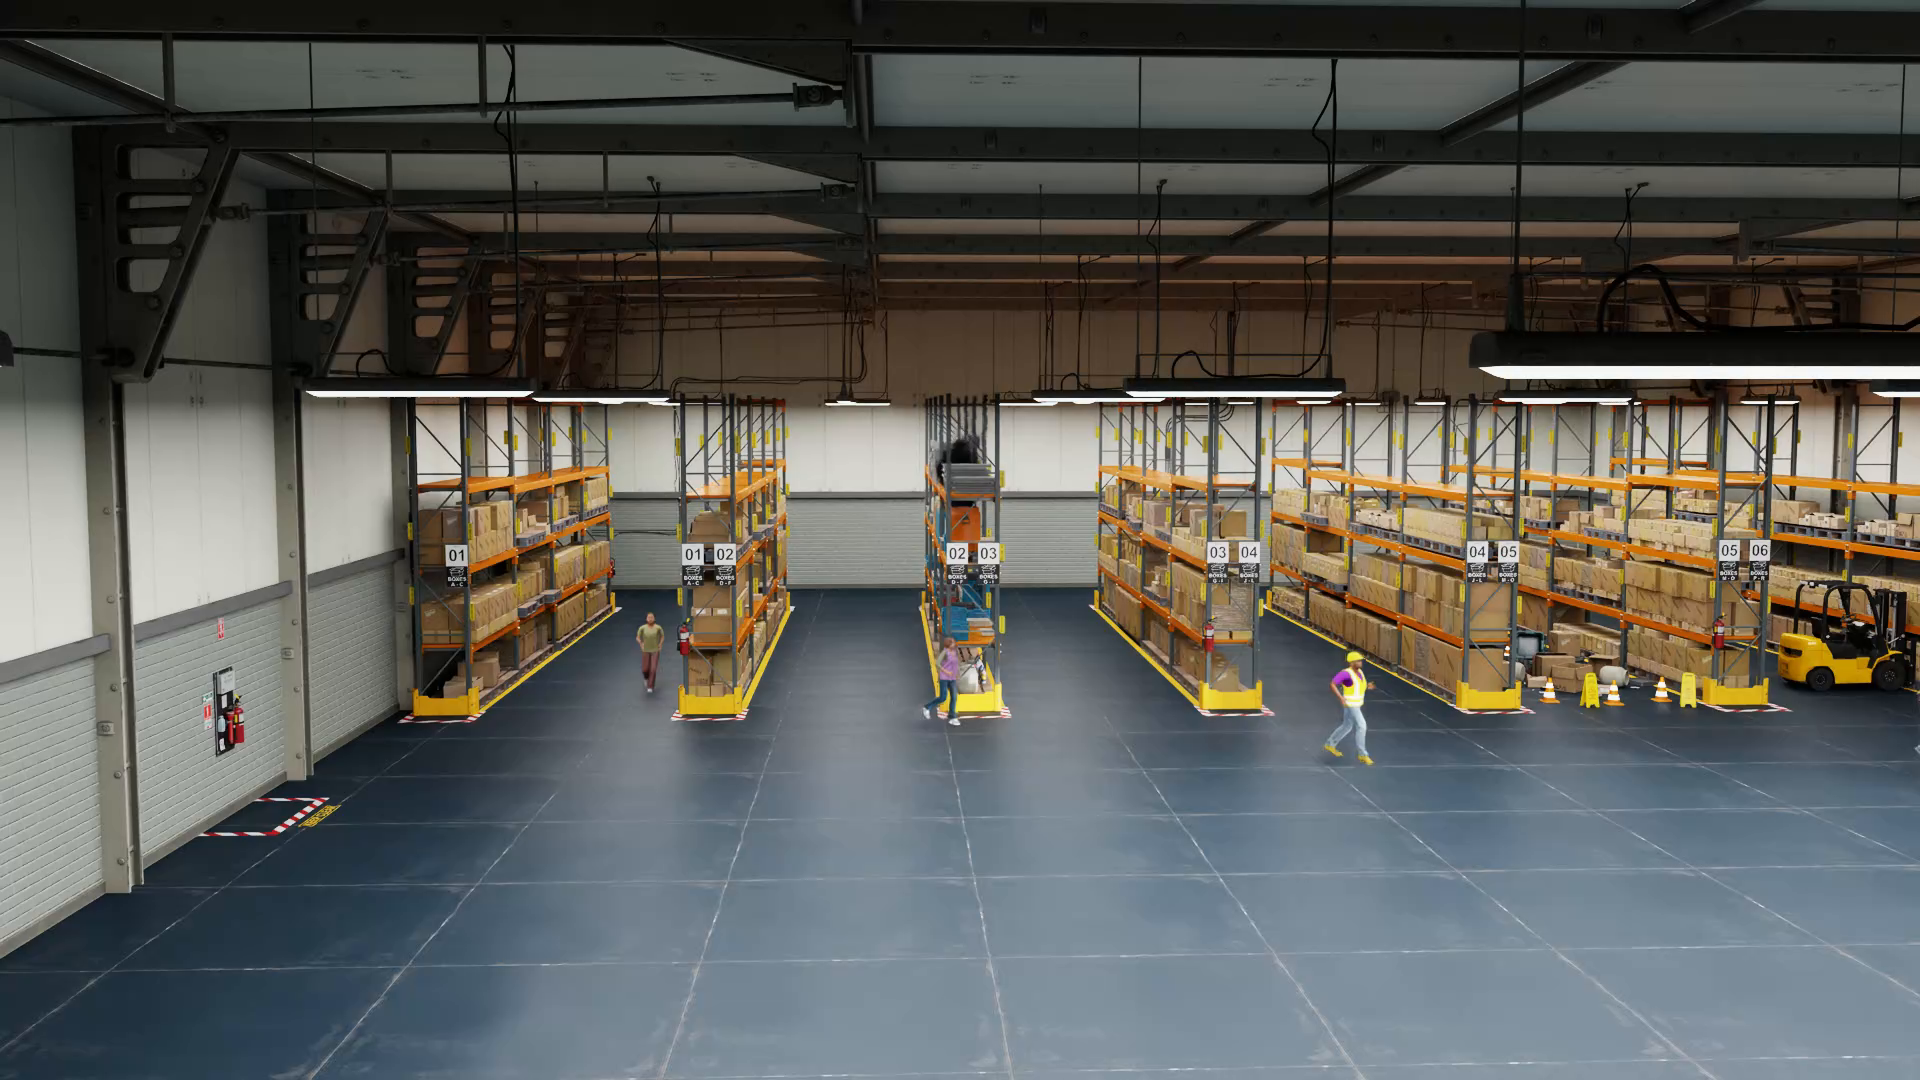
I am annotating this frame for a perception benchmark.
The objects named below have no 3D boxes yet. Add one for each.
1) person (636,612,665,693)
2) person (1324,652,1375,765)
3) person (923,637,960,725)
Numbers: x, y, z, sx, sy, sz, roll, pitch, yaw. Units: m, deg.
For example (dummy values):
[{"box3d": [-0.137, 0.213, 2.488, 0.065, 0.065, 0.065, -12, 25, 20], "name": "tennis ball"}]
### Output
[{"box3d": [-6.247, 2.255, 33.604, 0.566, 1.624, 0.546, -1, 5, -12], "name": "person"}, {"box3d": [6.366, 2.708, 27.006, 0.853, 1.811, 0.671, 3, 5, 29], "name": "person"}, {"box3d": [-0.209, 2.545, 30.267, 0.835, 1.554, 0.601, 4, 6, 39], "name": "person"}]
